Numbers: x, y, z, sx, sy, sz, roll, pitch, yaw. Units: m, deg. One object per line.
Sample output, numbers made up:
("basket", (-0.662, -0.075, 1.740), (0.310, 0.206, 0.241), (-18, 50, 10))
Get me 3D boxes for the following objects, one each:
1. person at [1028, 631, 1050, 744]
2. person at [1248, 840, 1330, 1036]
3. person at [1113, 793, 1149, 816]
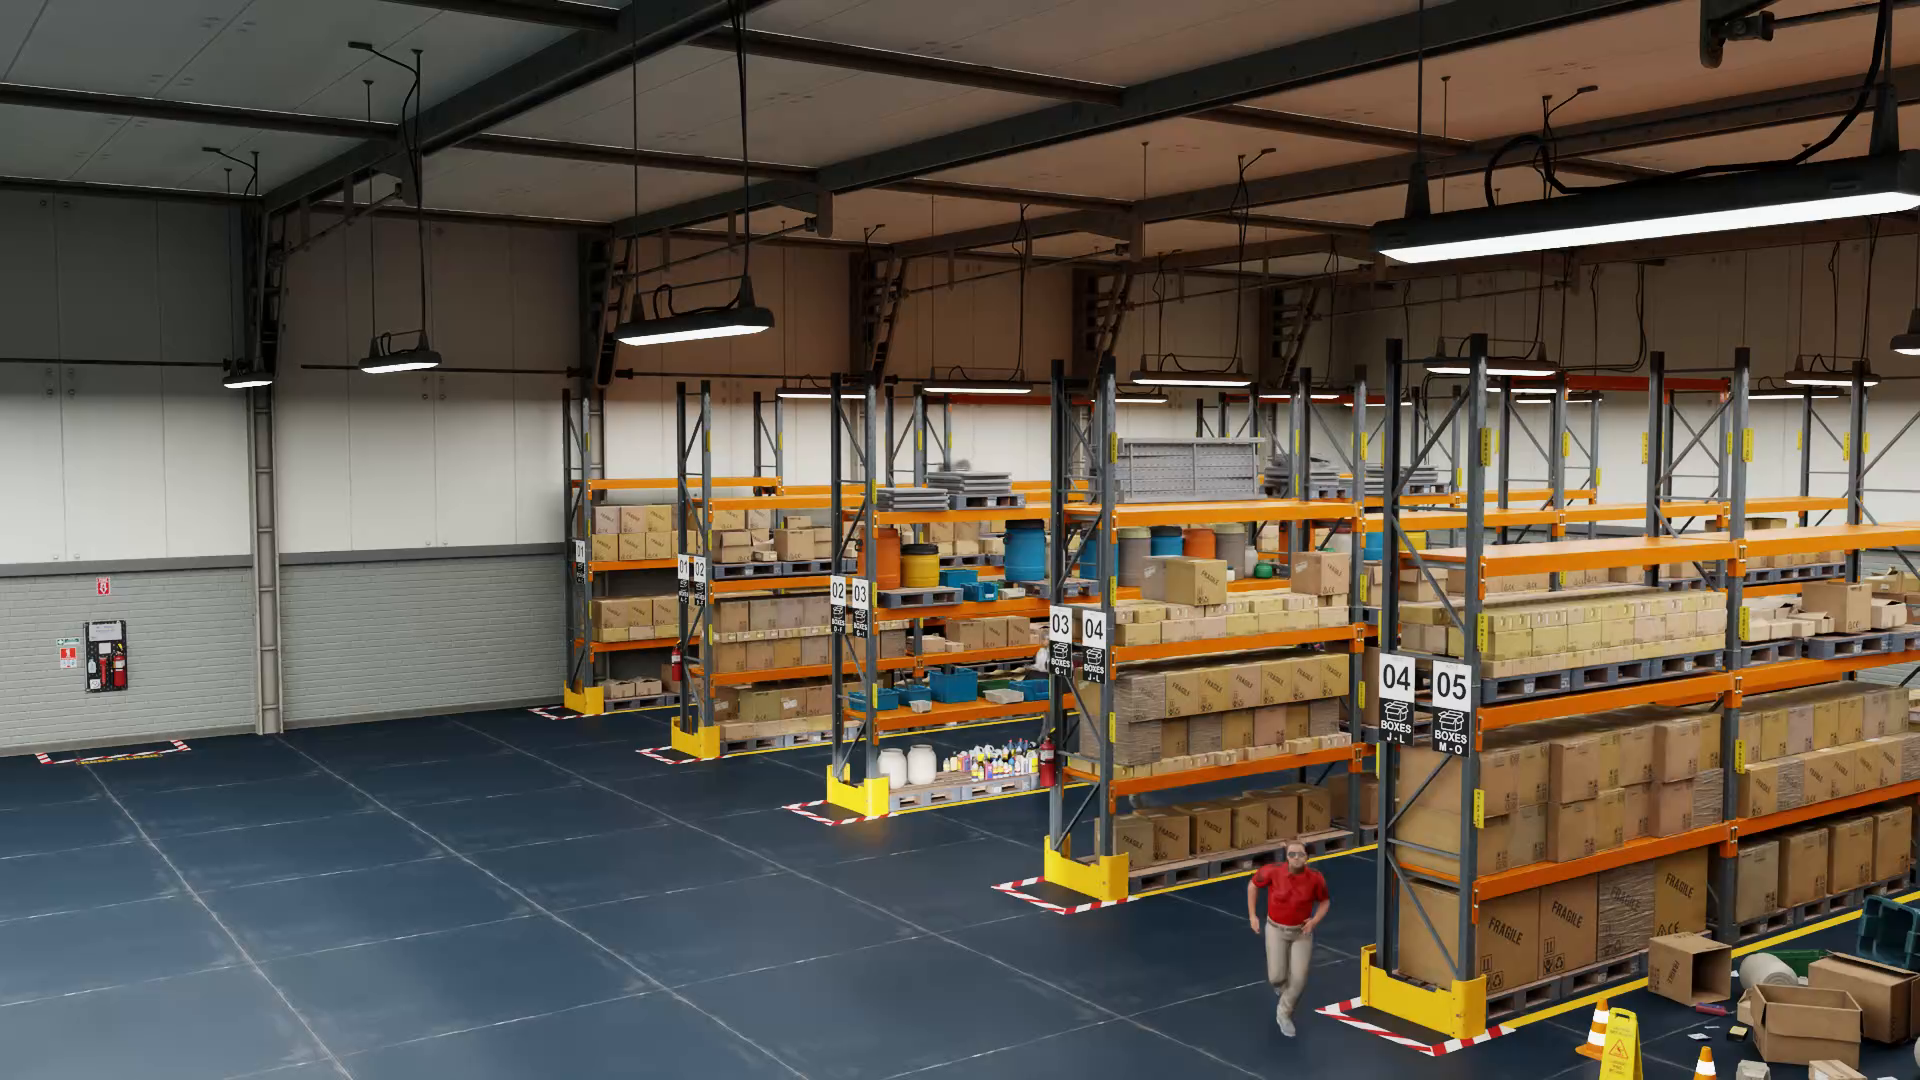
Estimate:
("person", (1.425, 2.354, 26.802), (0.730, 1.803, 0.594), (-2, 4, -32))
("person", (2.855, 3.420, 14.444), (0.701, 1.687, 0.709), (0, 4, 6))
("person", (2.140, 2.923, 21.199), (0.799, 1.837, 0.642), (-3, 5, -37))
